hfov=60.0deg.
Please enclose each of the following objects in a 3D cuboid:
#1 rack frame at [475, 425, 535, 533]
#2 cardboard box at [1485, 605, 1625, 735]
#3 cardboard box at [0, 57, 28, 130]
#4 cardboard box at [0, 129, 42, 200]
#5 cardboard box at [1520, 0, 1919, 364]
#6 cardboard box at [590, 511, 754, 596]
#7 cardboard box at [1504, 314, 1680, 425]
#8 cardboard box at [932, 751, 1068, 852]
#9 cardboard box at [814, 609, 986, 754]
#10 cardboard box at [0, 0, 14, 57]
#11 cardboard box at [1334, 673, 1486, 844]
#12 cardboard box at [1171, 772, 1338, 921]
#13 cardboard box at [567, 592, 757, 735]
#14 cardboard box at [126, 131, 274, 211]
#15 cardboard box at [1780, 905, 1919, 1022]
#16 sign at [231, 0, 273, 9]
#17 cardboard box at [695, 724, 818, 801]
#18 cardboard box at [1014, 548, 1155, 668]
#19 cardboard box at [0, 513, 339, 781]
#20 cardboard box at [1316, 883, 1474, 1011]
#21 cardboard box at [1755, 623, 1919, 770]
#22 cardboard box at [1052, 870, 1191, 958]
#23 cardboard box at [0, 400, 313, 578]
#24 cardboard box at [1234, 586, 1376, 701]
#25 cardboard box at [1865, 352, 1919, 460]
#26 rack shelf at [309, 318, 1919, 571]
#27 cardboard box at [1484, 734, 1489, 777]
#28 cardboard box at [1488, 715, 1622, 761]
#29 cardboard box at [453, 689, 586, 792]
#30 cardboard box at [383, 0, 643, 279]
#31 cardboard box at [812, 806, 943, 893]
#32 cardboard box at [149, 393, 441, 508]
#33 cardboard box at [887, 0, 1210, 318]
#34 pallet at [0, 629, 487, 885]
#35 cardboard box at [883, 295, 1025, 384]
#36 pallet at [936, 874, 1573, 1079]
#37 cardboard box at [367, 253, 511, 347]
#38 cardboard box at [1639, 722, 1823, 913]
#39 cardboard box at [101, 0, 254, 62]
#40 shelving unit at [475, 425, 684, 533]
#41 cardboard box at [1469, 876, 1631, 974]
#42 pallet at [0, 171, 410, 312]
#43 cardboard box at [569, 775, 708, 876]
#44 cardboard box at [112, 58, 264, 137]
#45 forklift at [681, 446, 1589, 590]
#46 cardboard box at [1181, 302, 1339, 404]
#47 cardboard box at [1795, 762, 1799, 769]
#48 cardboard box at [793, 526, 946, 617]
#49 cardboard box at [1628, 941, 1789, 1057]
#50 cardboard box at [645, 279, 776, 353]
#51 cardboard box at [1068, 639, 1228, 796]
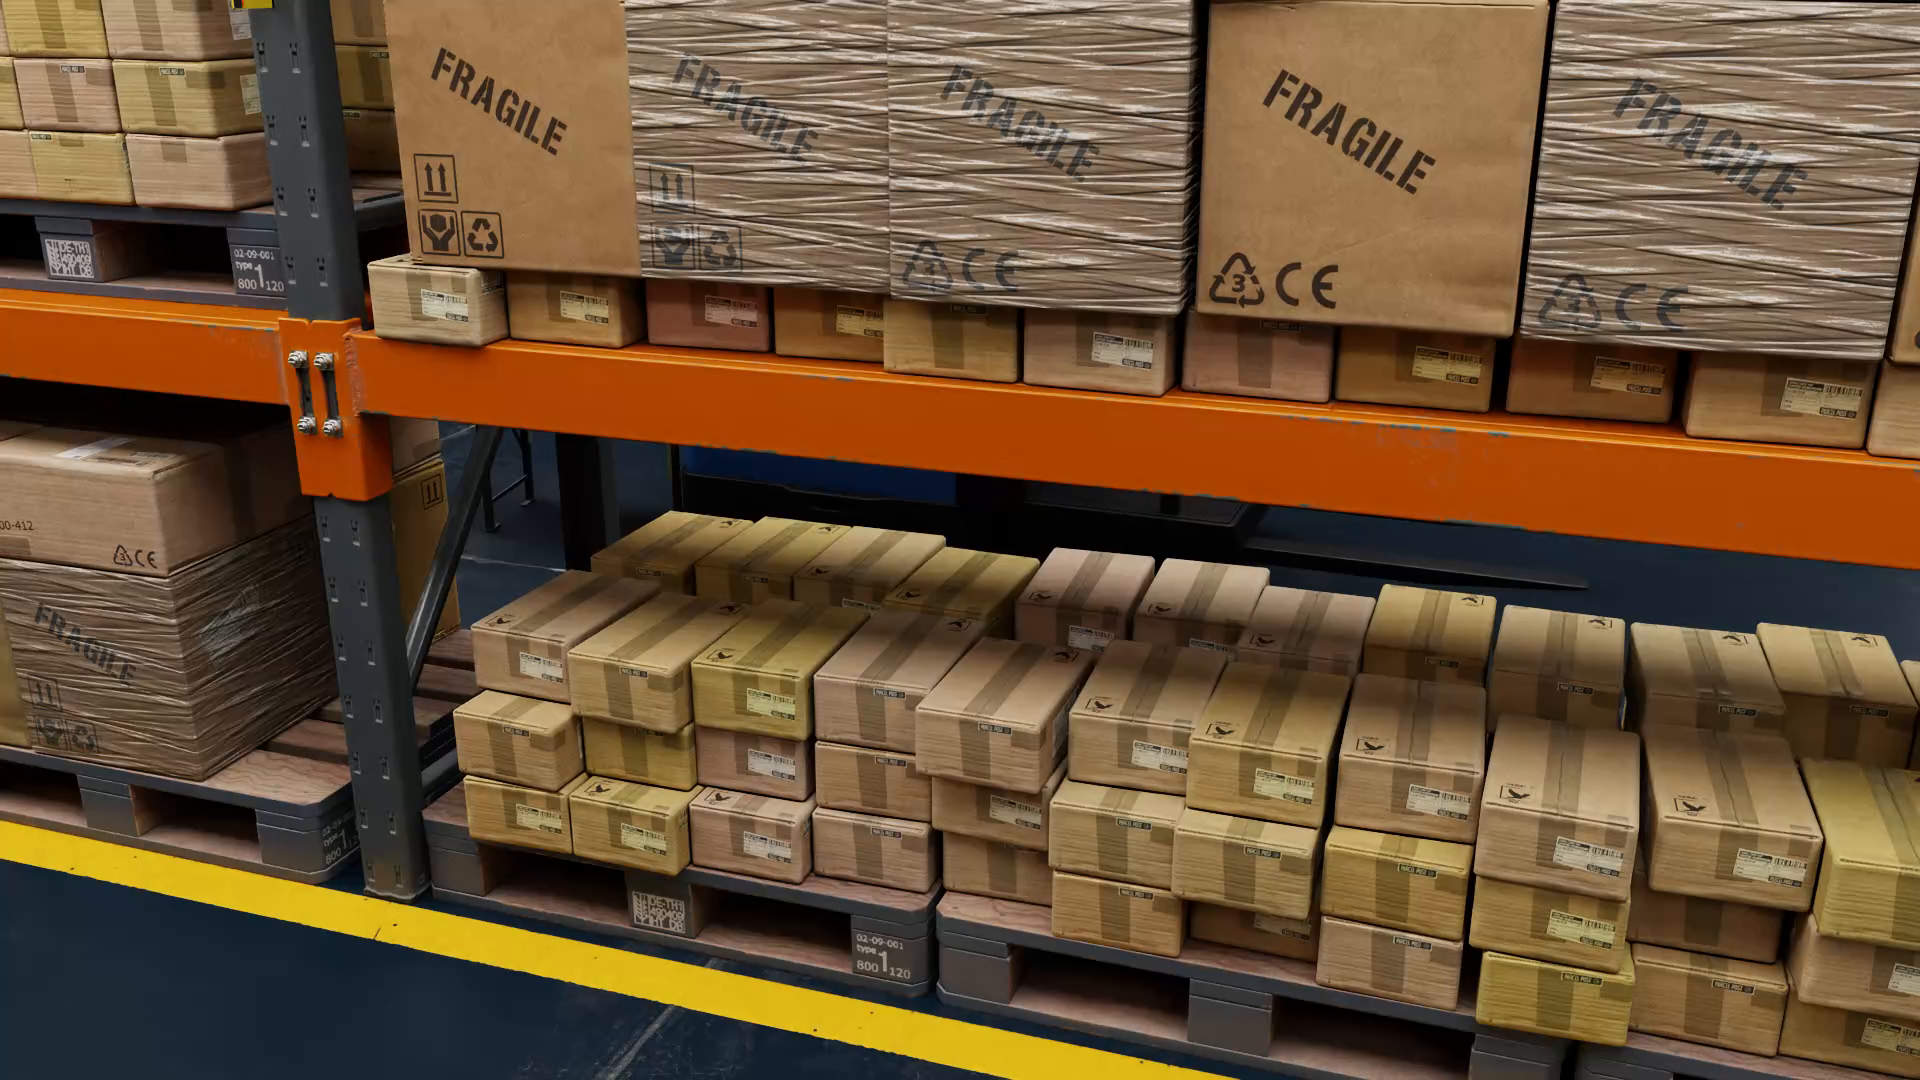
[{"bbox_3d":[-1.712,-0.801,6.096,0.023,1.500,0.400,3,19,9],"label":"rack frame"},{"bbox_3d":[1.254,0.283,3.495,0.250,0.149,0.380,7,21,20],"label":"cardboard box"},{"bbox_3d":[-2.049,-1.018,3.730,0.250,0.149,0.380,7,21,20],"label":"cardboard box"},{"bbox_3d":[-2.046,-0.876,3.777,0.250,0.149,0.380,6,20,18],"label":"cardboard box"},{"bbox_3d":[1.177,-0.593,2.617,0.500,0.500,0.500,7,20,18],"label":"cardboard box"},{"bbox_3d":[-0.704,0.064,4.124,0.250,0.149,0.380,7,20,20],"label":"cardboard box"},{"bbox_3d":[1.065,-0.323,2.828,0.250,0.149,0.380,6,20,16],"label":"cardboard box"},{"bbox_3d":[0.129,0.468,3.419,0.250,0.149,0.380,8,21,21],"label":"cardboard box"},{"bbox_3d":[-0.118,0.290,3.477,0.250,0.149,0.380,6,20,17],"label":"cardboard box"},{"bbox_3d":[-2.066,-1.161,3.688,0.250,0.149,0.380,6,20,16],"label":"cardboard box"},{"bbox_3d":[0.857,0.405,3.147,0.250,0.149,0.380,6,20,16],"label":"cardboard box"},{"bbox_3d":[0.571,0.549,3.185,0.250,0.149,0.380,7,20,19],"label":"cardboard box"},{"bbox_3d":[-0.627,0.257,3.572,0.250,0.149,0.380,8,21,21],"label":"cardboard box"},{"bbox_3d":[-1.565,-0.821,3.618,0.250,0.149,0.380,6,20,17],"label":"cardboard box"},{"bbox_3d":[1.570,0.656,2.880,0.250,0.149,0.380,6,20,16],"label":"cardboard box"},{"bbox_3d":[-1.304,-1.134,3.013,0.005,0.325,0.100,7,20,18],"label":"sign"},{"bbox_3d":[-0.377,0.401,3.611,0.250,0.149,0.380,6,20,18],"label":"cardboard box"},{"bbox_3d":[0.294,0.157,3.857,0.250,0.149,0.380,6,20,15],"label":"cardboard box"},{"bbox_3d":[-1.907,0.220,4.046,0.500,0.500,0.500,6,20,17],"label":"cardboard box"},{"bbox_3d":[0.839,0.710,3.176,0.250,0.149,0.380,7,20,19],"label":"cardboard box"},{"bbox_3d":[1.774,0.317,3.398,0.250,0.149,0.380,6,20,18],"label":"cardboard box"},{"bbox_3d":[0.352,0.655,3.334,0.250,0.149,0.380,6,20,17],"label":"cardboard box"},{"bbox_3d":[-1.912,-0.134,3.924,0.500,0.250,0.500,6,20,17],"label":"cardboard box"},{"bbox_3d":[0.751,0.243,3.610,0.250,0.149,0.380,7,20,18],"label":"cardboard box"},{"bbox_3d":[1.539,-0.238,2.583,0.250,0.149,0.380,7,20,20],"label":"cardboard box"},{"bbox_3d":[0.764,-0.204,3.198,4.000,0.370,1.077,7,20,18],"label":"rack shelf"},{"bbox_3d":[1.068,0.523,3.713,0.250,0.149,0.380,6,20,15],"label":"cardboard box"},{"bbox_3d":[1.254,0.436,3.508,0.250,0.149,0.380,6,20,15],"label":"cardboard box"},{"bbox_3d":[-0.888,0.386,3.653,0.250,0.149,0.380,8,21,21],"label":"cardboard box"},{"bbox_3d":[-0.740,-0.816,3.256,0.500,0.500,0.500,6,20,17],"label":"cardboard box"},{"bbox_3d":[-0.127,0.578,3.553,0.250,0.149,0.380,6,20,17],"label":"cardboard box"},{"bbox_3d":[-1.737,-0.294,4.383,0.500,0.250,0.500,6,20,16],"label":"cardboard box"},{"bbox_3d":[0.194,-0.699,2.921,0.500,0.500,0.500,6,20,17],"label":"cardboard box"},{"bbox_3d":[-1.861,0.473,4.398,1.213,0.211,1.003,7,20,18],"label":"pallet"},{"bbox_3d":[0.044,-0.413,3.086,0.250,0.149,0.380,7,20,19],"label":"cardboard box"},{"bbox_3d":[0.677,0.749,3.605,1.213,0.211,1.003,7,20,18],"label":"pallet"},{"bbox_3d":[-0.965,-0.509,3.361,0.250,0.149,0.380,7,21,20],"label":"cardboard box"},{"bbox_3d":[1.341,0.479,2.933,0.250,0.149,0.380,6,20,16],"label":"cardboard box"},{"bbox_3d":[-1.568,-1.103,3.524,0.250,0.149,0.380,8,21,21],"label":"cardboard box"},{"bbox_3d":[-1.351,-0.781,6.038,0.755,1.500,0.431,3,19,9],"label":"shelving unit"},{"bbox_3d":[1.076,0.604,3.029,0.250,0.149,0.380,7,20,19],"label":"cardboard box"},{"bbox_3d":[-1.799,-0.797,4.098,1.213,0.211,1.003,7,20,18],"label":"pallet"},{"bbox_3d":[-0.635,0.556,3.618,0.250,0.149,0.380,7,20,20],"label":"cardboard box"},{"bbox_3d":[-1.566,-0.962,3.570,0.250,0.149,0.380,7,20,20],"label":"cardboard box"},{"bbox_3d":[0.588,-1.310,5.381,3.031,2.935,1.130,7,20,20],"label":"forklift"},{"bbox_3d":[0.563,-0.367,2.955,0.250,0.149,0.380,7,21,20],"label":"cardboard box"},{"bbox_3d":[1.742,0.497,3.335,0.250,0.149,0.380,7,20,19],"label":"cardboard box"},{"bbox_3d":[-0.212,0.104,4.009,0.250,0.149,0.380,6,20,18],"label":"cardboard box"},{"bbox_3d":[1.353,0.754,3.050,0.250,0.149,0.380,7,20,19],"label":"cardboard box"},{"bbox_3d":[-0.428,-0.492,3.312,0.250,0.149,0.380,6,20,16],"label":"cardboard box"},{"bbox_3d":[0.380,0.346,3.314,0.250,0.149,0.380,6,20,16],"label":"cardboard box"}]
